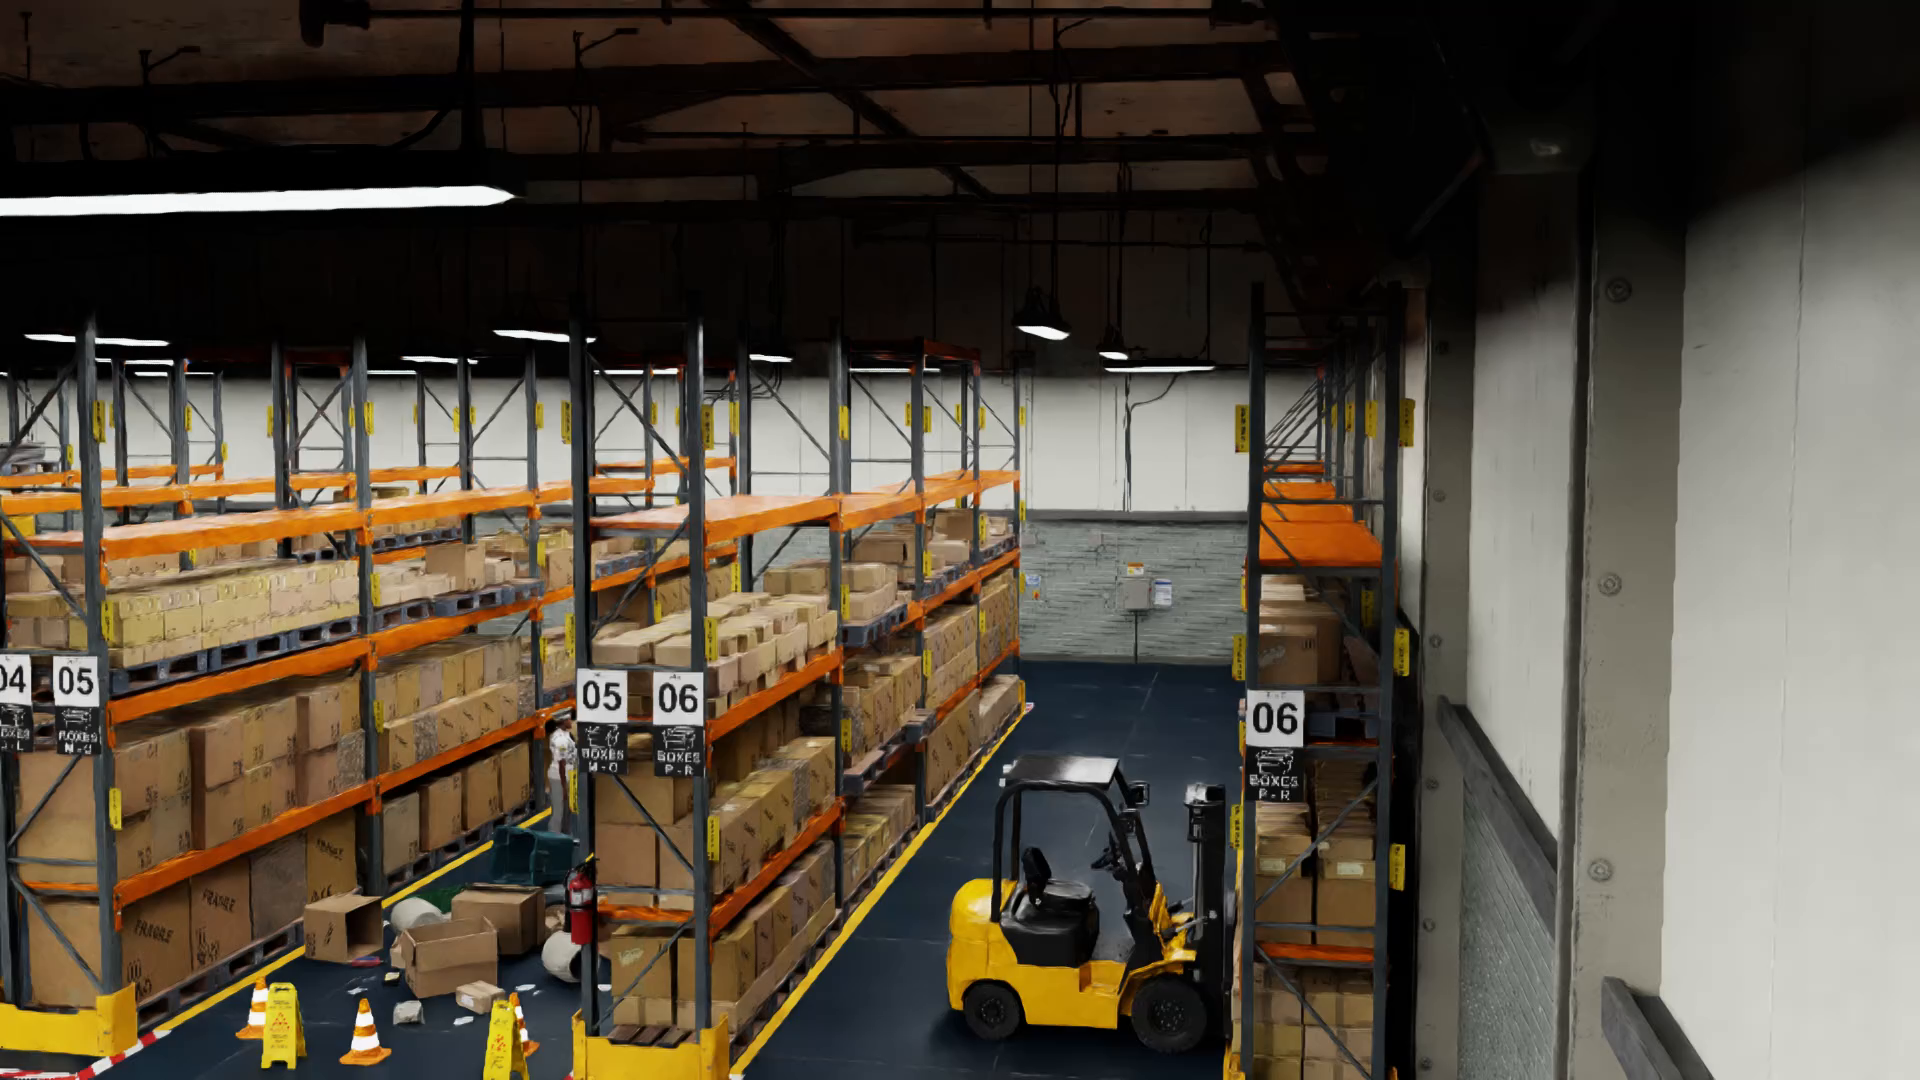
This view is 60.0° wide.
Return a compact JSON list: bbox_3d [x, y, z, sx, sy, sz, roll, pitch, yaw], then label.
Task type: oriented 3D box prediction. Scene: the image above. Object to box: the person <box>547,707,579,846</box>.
[{"bbox_3d":[-4.557,2.768,19.207,0.443,1.680,0.546,-1,5,-14],"label":"person"}]
